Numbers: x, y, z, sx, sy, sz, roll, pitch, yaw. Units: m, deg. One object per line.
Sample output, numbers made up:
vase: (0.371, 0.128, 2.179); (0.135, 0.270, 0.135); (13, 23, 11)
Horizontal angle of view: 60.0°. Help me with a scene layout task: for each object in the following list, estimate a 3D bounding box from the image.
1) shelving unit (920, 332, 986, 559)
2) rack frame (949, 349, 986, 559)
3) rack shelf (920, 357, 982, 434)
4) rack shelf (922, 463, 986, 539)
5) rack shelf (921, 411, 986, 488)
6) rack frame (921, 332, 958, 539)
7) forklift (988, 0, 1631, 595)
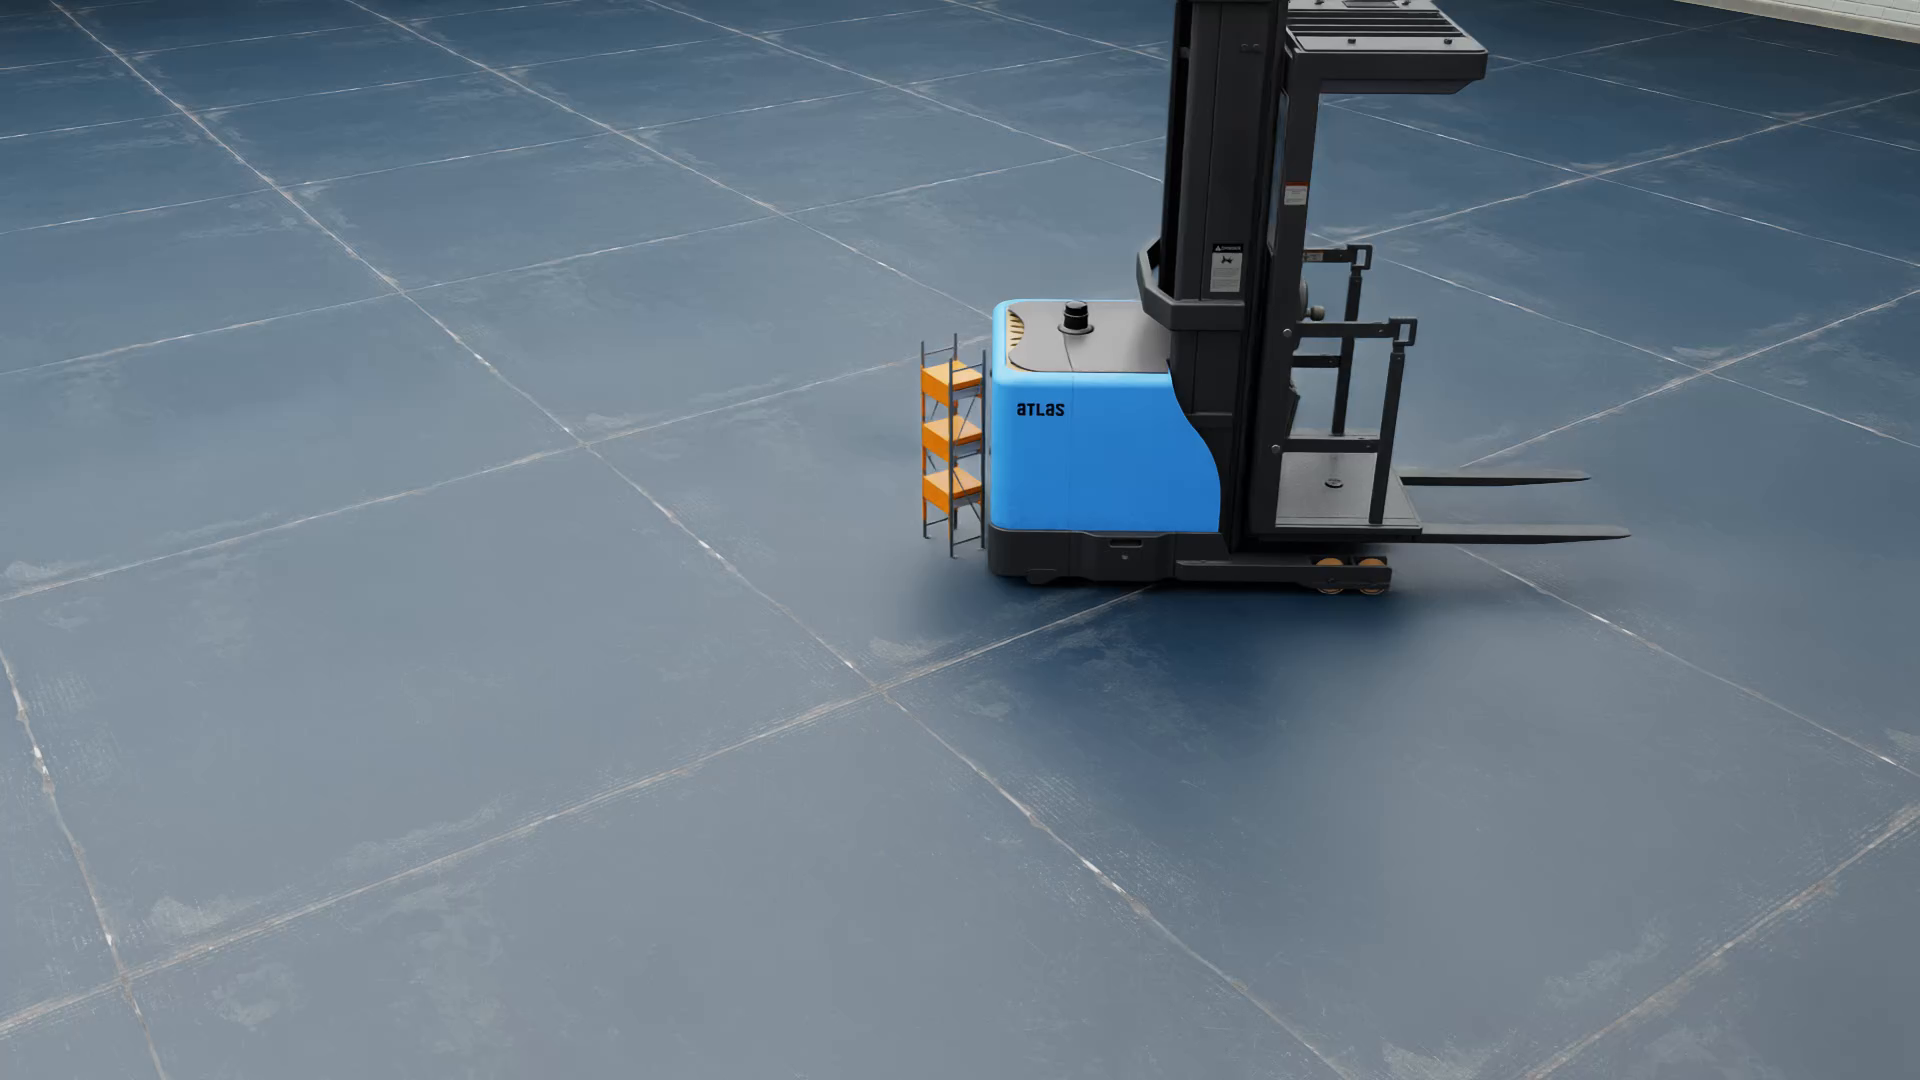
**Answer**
shelving unit: (-0.032, -0.444, 7.968); (0.215, 1.050, 0.252); (-17, 33, -29)
rack frame: (0.035, -0.395, 7.878); (0.200, 1.050, 0.008); (-17, 33, -29)
rack shelf: (-0.032, -0.684, 7.837); (0.215, 0.259, 0.240); (-17, 33, -29)
rack shelf: (-0.032, -0.191, 8.105); (0.215, 0.259, 0.240); (-17, 33, -29)
rack shelf: (-0.032, -0.435, 7.973); (0.215, 0.259, 0.240); (-17, 33, -29)
rack frame: (-0.098, -0.493, 8.058); (0.200, 1.050, 0.008); (-17, 33, -29)
forklift: (1.656, -1.290, 7.554); (3.031, 2.935, 1.130); (1, 29, 1)
